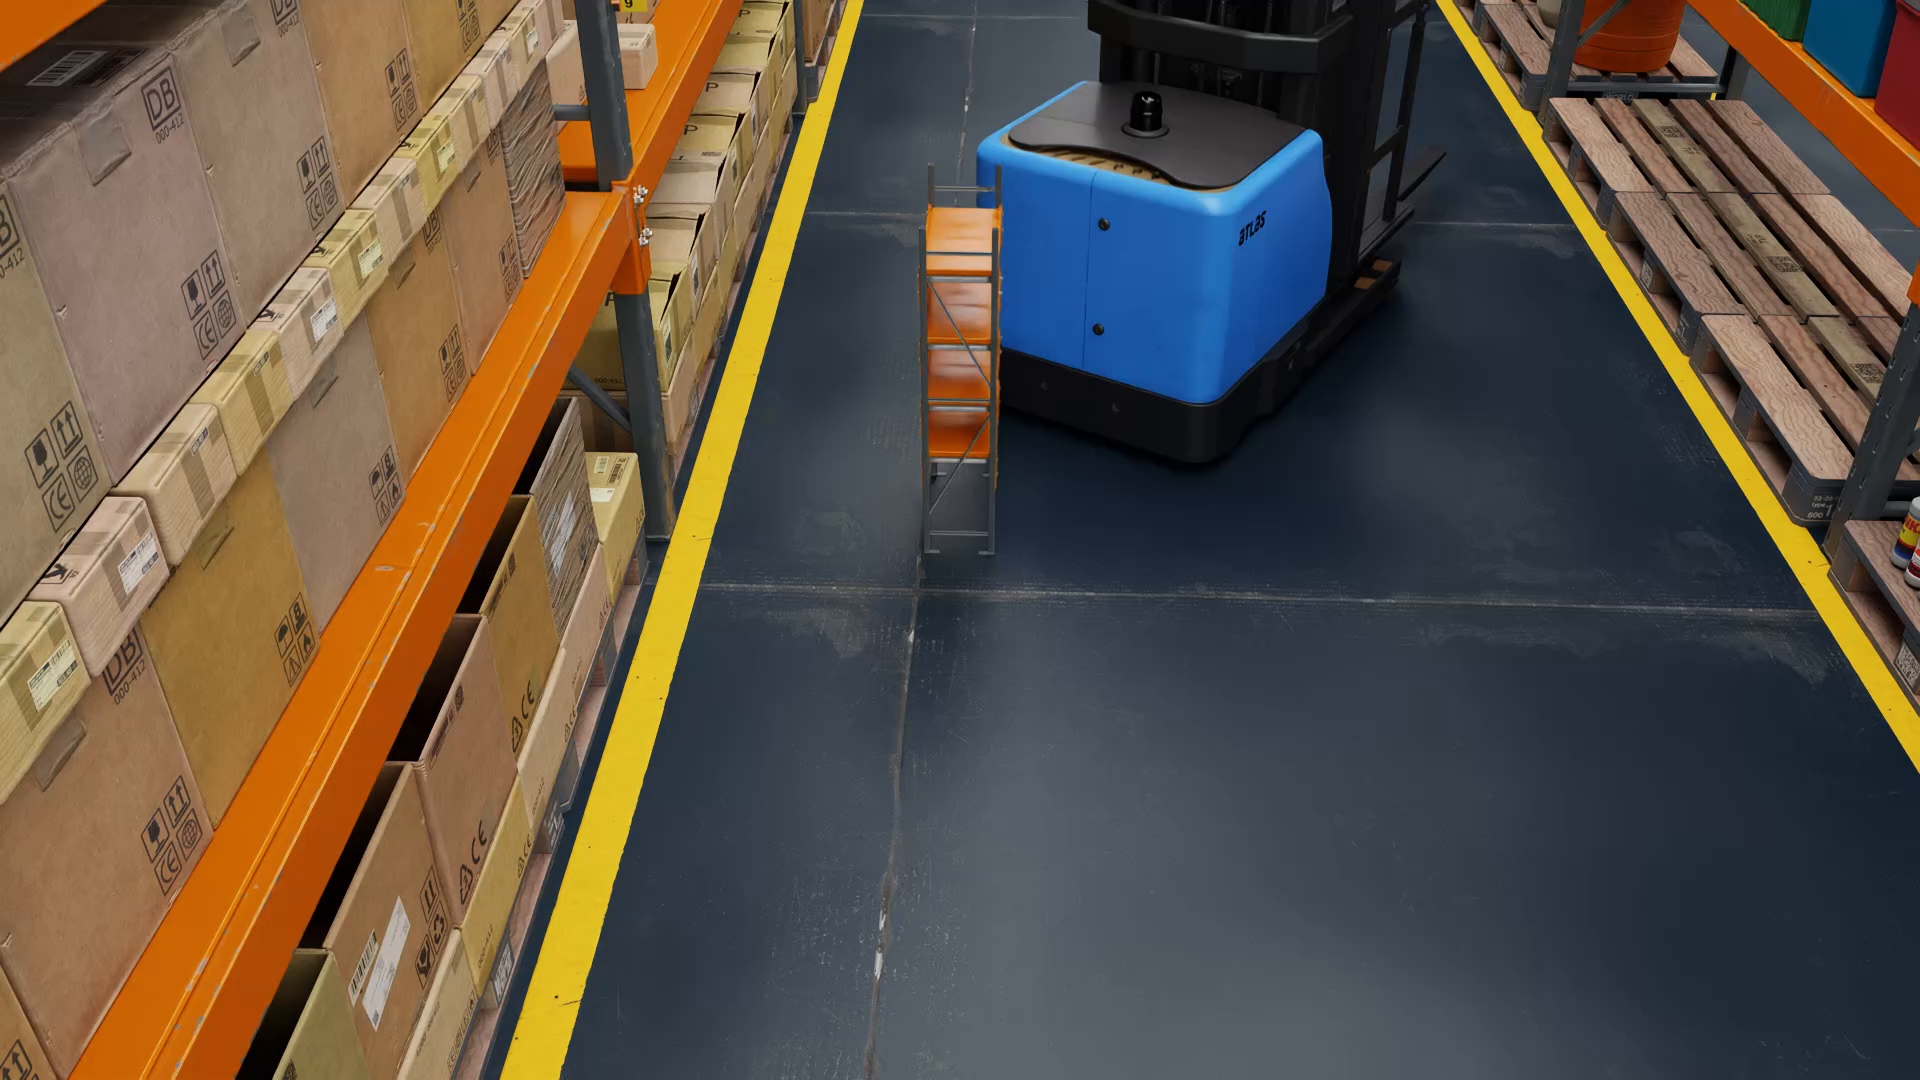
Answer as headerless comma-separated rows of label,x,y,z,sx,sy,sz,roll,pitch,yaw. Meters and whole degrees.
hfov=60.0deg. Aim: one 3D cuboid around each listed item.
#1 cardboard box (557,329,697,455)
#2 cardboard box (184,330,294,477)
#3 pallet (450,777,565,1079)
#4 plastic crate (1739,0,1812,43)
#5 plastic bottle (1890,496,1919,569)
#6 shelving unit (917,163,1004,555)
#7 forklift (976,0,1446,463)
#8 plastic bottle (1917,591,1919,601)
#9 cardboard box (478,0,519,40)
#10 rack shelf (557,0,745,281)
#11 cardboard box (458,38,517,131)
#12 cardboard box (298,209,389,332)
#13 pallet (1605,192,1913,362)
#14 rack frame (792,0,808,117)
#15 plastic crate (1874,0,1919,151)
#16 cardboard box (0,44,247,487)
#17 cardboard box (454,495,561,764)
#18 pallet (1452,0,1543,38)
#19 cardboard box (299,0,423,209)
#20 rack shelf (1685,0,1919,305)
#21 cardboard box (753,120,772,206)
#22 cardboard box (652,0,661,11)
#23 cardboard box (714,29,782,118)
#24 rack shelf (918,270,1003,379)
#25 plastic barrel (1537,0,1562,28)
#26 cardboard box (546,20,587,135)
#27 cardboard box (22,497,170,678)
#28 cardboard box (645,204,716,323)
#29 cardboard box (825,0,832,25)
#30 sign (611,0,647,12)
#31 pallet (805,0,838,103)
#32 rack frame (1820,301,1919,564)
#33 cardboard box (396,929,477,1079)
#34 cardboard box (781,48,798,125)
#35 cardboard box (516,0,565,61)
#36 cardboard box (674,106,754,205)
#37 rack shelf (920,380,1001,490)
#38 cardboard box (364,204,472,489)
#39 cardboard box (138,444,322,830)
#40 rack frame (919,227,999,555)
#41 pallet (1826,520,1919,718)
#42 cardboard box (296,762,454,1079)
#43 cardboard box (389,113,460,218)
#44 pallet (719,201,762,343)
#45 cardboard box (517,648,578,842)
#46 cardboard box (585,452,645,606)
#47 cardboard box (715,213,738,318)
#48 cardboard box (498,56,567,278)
cardboard box,-1.234,-0.541,5.938,0.500,0.250,0.500,1,35,1
cardboard box,-1.378,-0.237,2.828,0.380,0.149,0.250,1,35,1
pallet,-1.618,1.031,4.099,1.003,0.211,1.213,1,35,2
plastic crate,3.239,-2.072,6.274,0.450,0.188,0.662,1,35,2
plastic bottle,3.001,-0.043,5.192,0.097,0.271,0.097,0,35,0
shelving unit,0.007,-0.586,5.540,0.258,1.200,0.503,1,35,2
forklift,1.260,-2.291,6.460,1.130,2.935,3.031,20,40,26
plastic bottle,2.993,0.103,5.046,0.097,0.201,0.097,0,35,0
cardboard box,-1.509,-1.585,4.181,0.700,0.500,0.500,1,35,2
rack shelf,-1.417,-2.123,6.788,1.077,0.370,4.000,1,35,2
cardboard box,-1.315,-1.121,4.085,0.380,0.149,0.250,0,35,1
cardboard box,-1.355,-0.531,3.246,0.380,0.149,0.250,2,35,3
pallet,3.491,-1.166,7.225,1.003,0.211,1.213,1,35,2
rack frame,-1.337,-3.567,8.216,1.000,3.000,0.127,1,35,2
plastic crate,3.165,-1.463,5.168,0.402,0.464,0.583,1,35,2
cardboard box,-1.590,-0.432,2.541,0.700,0.500,0.500,1,35,2
cardboard box,-1.346,0.224,4.197,0.500,0.500,0.500,1,35,2
pallet,3.654,-3.462,10.493,1.003,0.211,1.213,1,35,2
cardboard box,-1.549,-1.007,3.359,0.700,0.500,0.500,1,35,2
rack shelf,3.532,-2.007,6.622,1.077,0.370,4.000,1,35,2
cardboard box,-1.155,-1.720,7.615,0.500,0.250,0.500,2,35,3
cardboard box,-1.409,-2.341,6.385,0.500,0.500,0.500,1,35,2
cardboard box,-1.126,-2.238,7.863,0.500,0.311,0.500,1,35,1
rack shelf,0.007,-0.714,5.450,0.258,0.148,0.480,1,35,2
plastic barrel,3.548,-3.212,9.510,0.421,0.512,0.421,0,35,0
cardboard box,-1.522,-1.491,5.393,0.500,0.250,0.500,3,35,5
cardboard box,-1.396,0.063,2.401,0.380,0.149,0.250,1,35,1
cardboard box,-1.207,-1.064,6.194,0.500,0.311,0.500,1,35,1
cardboard box,-1.018,-3.280,9.599,0.500,0.500,0.500,0,35,0
sign,-0.943,-1.643,4.658,0.100,0.325,0.005,1,35,2
pallet,-1.269,-2.854,9.627,1.003,0.211,1.213,1,35,2
rack frame,3.451,-1.152,4.780,1.000,3.000,0.127,1,35,2
cardboard box,-1.378,1.105,3.595,0.500,0.250,0.500,1,35,2
cardboard box,-1.114,-2.306,8.448,0.500,0.250,0.500,2,35,3
cardboard box,-1.295,-1.414,4.502,0.380,0.149,0.250,1,35,2
cardboard box,-1.172,-1.660,7.041,0.500,0.311,0.500,2,35,3
rack shelf,0.007,-0.368,5.693,0.258,0.148,0.480,1,35,2
cardboard box,-1.548,-0.463,3.713,0.700,0.500,0.500,2,35,3
cardboard box,-1.585,0.134,2.864,0.700,0.500,0.500,2,35,2
rack frame,-0.003,-0.446,5.341,0.240,1.200,0.015,1,35,2
pallet,3.383,0.374,5.035,1.003,0.211,1.213,1,35,2
cardboard box,-1.389,0.798,3.380,0.500,0.500,0.500,1,35,2
cardboard box,-1.337,-0.829,3.670,0.380,0.149,0.250,1,35,2
pallet,-1.461,-1.255,7.352,1.003,0.211,1.213,1,35,2
cardboard box,-1.333,0.531,4.412,0.500,0.250,0.500,1,35,2
cardboard box,-1.298,-0.044,5.230,0.500,0.250,0.500,1,35,2
cardboard box,-1.194,-1.133,6.779,0.500,0.250,0.500,0,35,0
cardboard box,-1.509,-1.054,4.555,0.700,0.500,0.500,0,35,1
